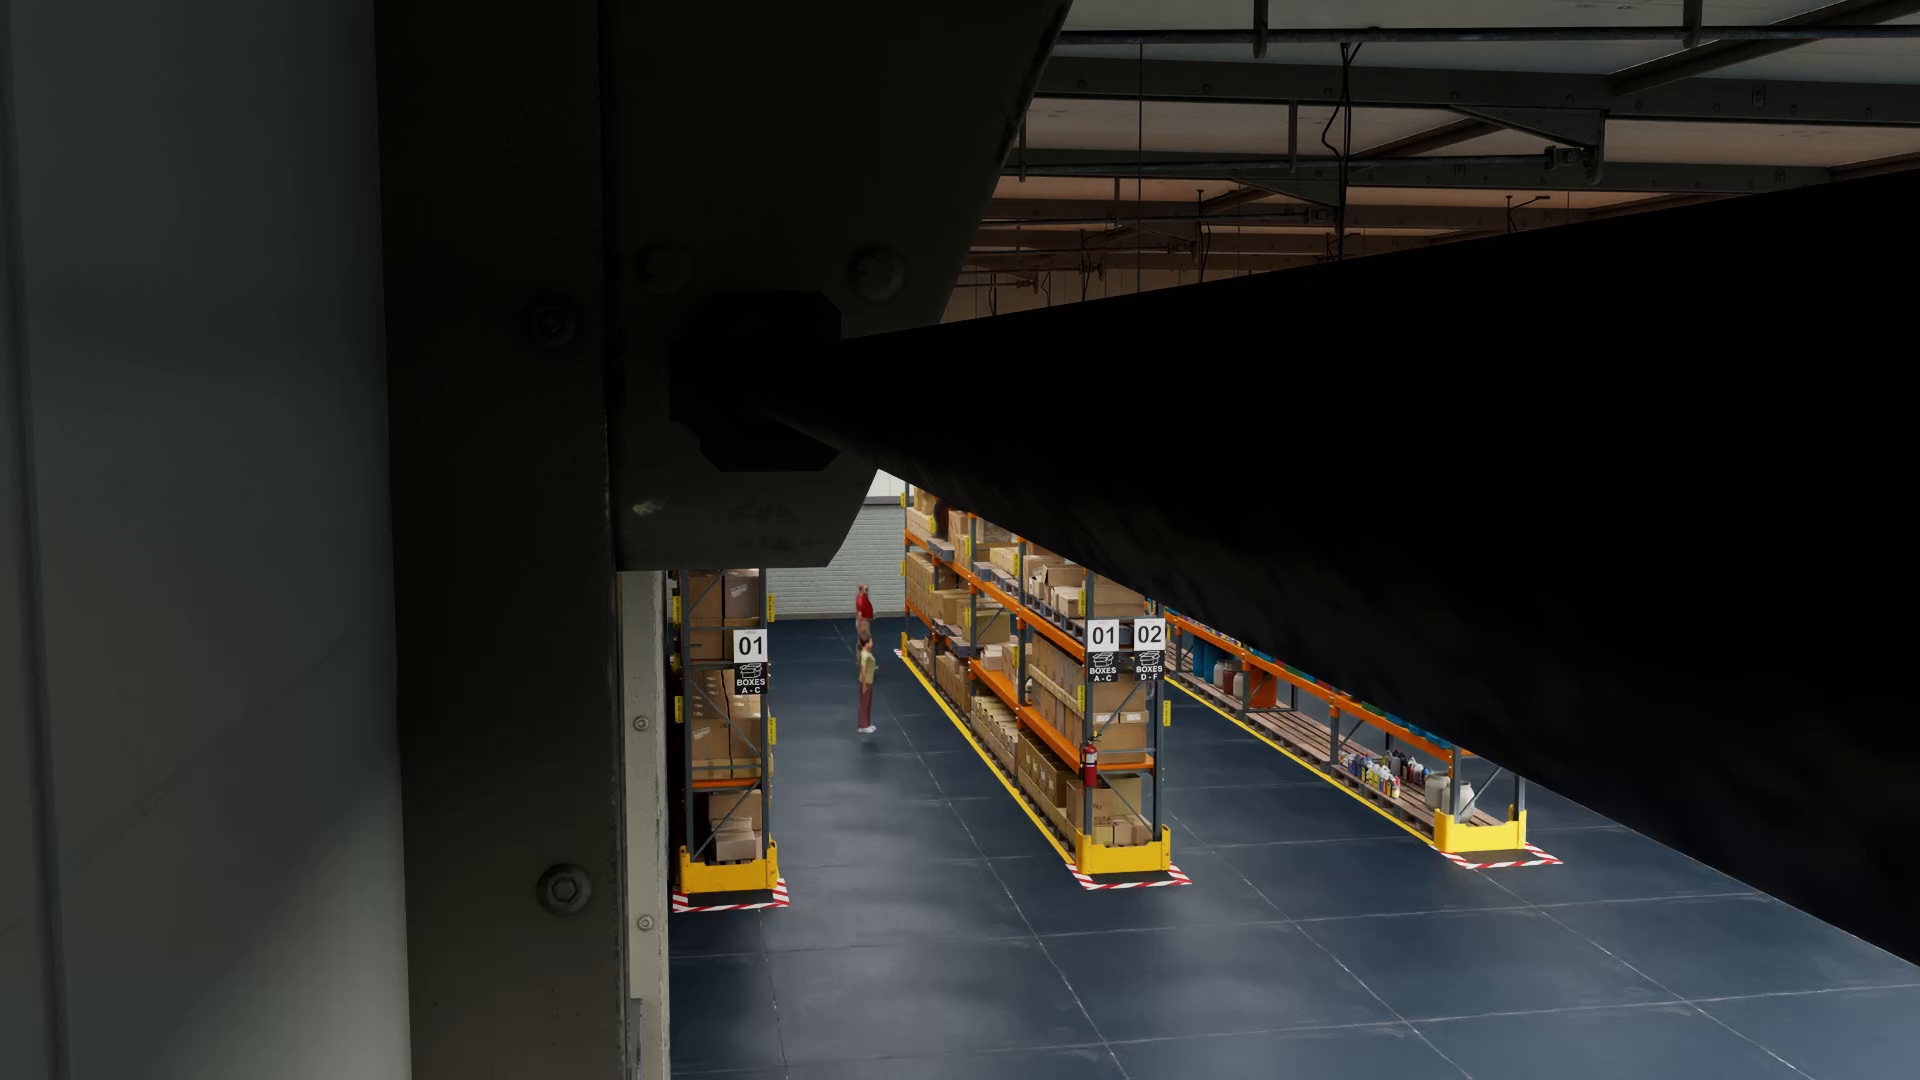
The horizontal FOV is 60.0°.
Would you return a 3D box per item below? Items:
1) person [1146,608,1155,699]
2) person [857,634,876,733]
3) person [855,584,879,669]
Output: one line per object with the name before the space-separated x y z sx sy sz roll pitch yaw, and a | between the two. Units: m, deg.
person | 3.606 2.119 31.357 0.418 1.686 0.582 -3 7 -30
person | -1.599 2.435 28.312 0.325 1.682 0.544 0 6 -3
person | -1.923 1.775 34.453 0.514 1.751 0.561 0 6 2
